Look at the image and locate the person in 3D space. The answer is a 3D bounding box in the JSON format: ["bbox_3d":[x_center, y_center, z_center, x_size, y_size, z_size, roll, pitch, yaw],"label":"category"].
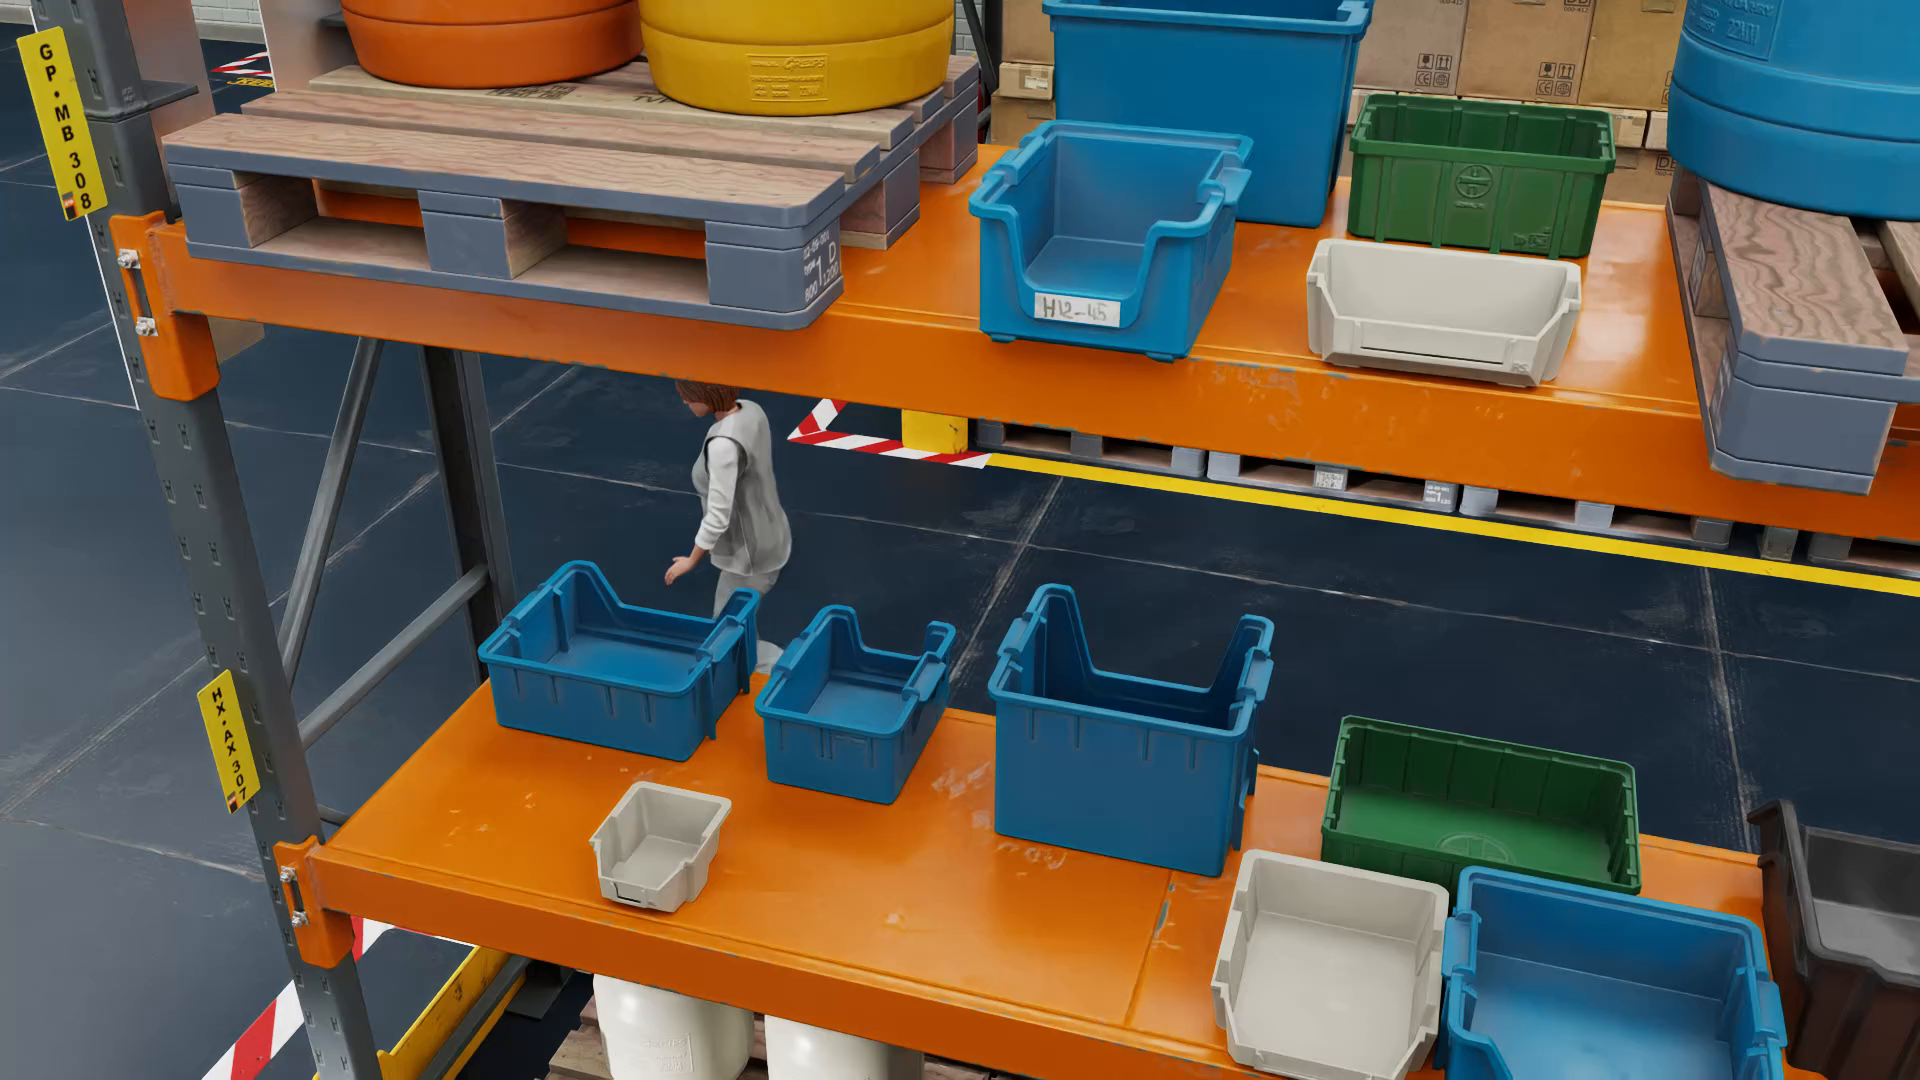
[{"bbox_3d":[-0.748,0.061,6.010,0.641,1.583,0.419,1,30,2],"label":"person"}]
